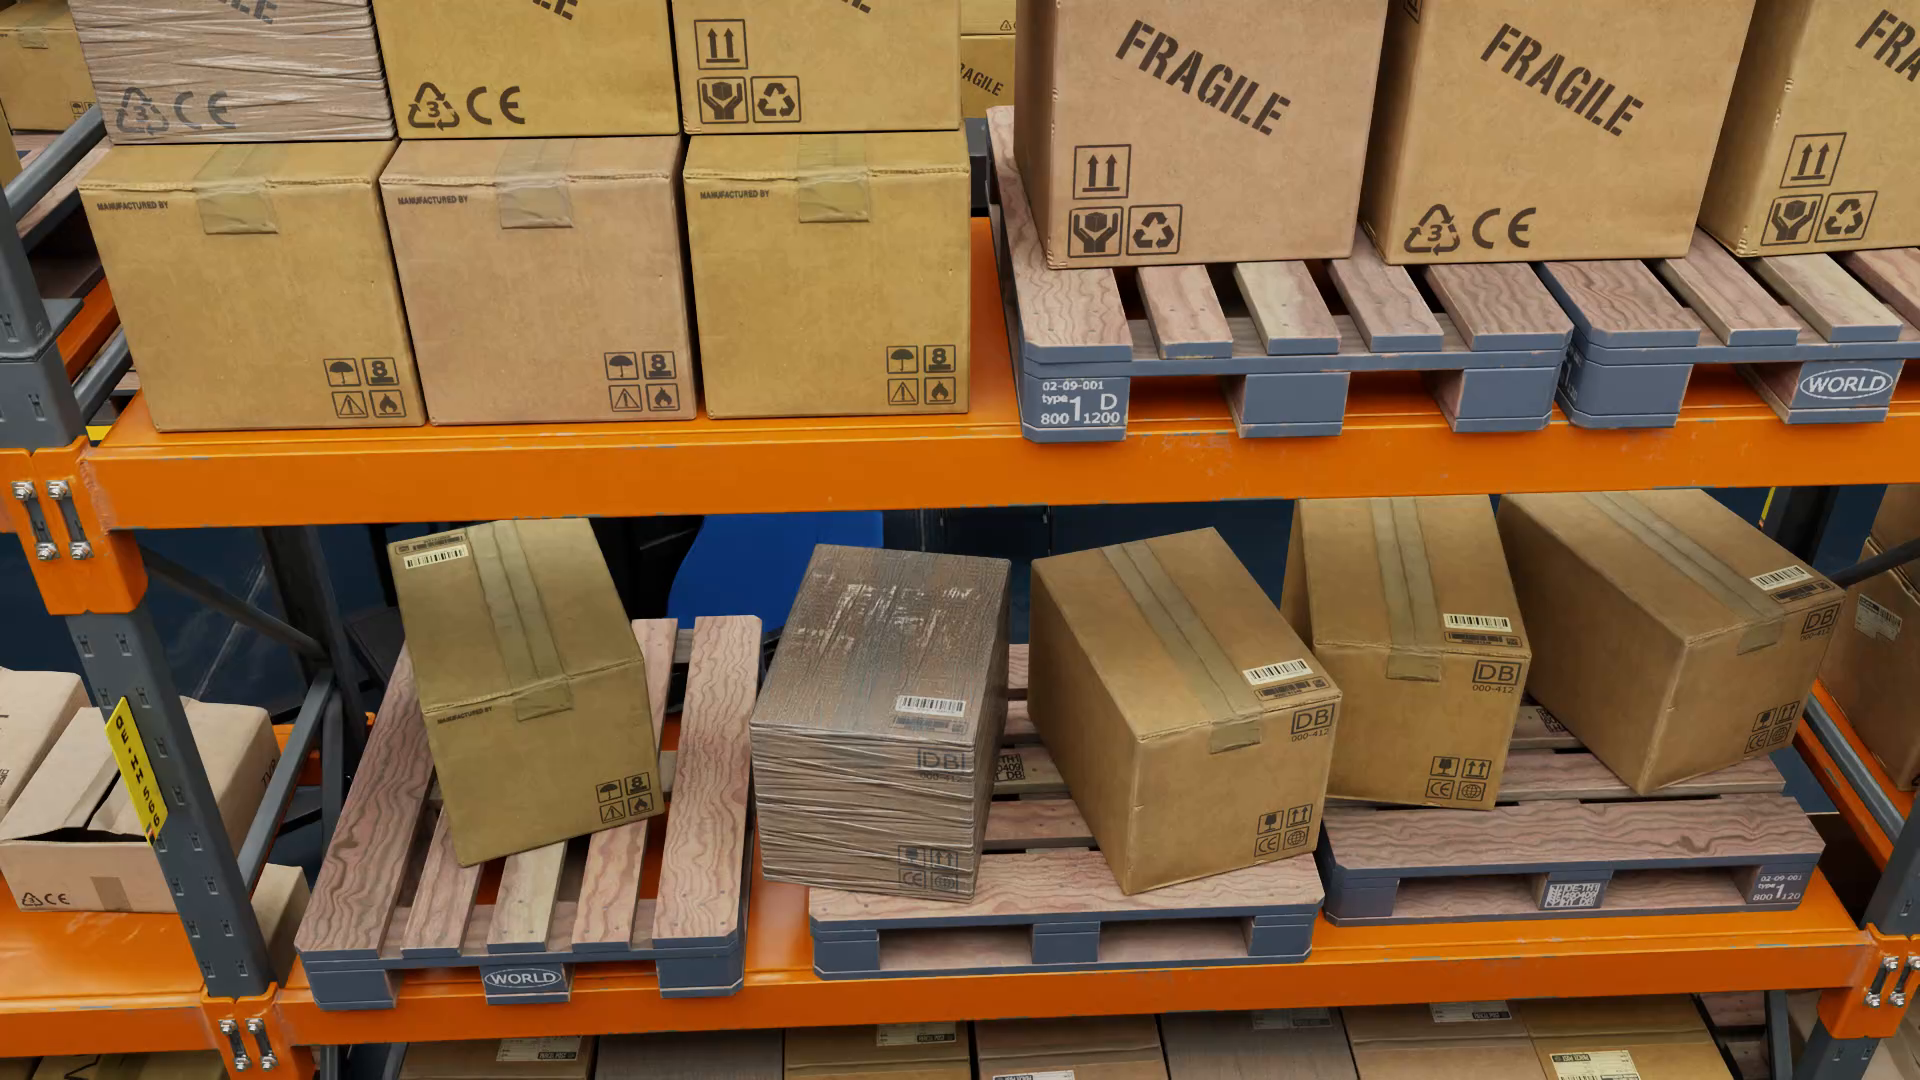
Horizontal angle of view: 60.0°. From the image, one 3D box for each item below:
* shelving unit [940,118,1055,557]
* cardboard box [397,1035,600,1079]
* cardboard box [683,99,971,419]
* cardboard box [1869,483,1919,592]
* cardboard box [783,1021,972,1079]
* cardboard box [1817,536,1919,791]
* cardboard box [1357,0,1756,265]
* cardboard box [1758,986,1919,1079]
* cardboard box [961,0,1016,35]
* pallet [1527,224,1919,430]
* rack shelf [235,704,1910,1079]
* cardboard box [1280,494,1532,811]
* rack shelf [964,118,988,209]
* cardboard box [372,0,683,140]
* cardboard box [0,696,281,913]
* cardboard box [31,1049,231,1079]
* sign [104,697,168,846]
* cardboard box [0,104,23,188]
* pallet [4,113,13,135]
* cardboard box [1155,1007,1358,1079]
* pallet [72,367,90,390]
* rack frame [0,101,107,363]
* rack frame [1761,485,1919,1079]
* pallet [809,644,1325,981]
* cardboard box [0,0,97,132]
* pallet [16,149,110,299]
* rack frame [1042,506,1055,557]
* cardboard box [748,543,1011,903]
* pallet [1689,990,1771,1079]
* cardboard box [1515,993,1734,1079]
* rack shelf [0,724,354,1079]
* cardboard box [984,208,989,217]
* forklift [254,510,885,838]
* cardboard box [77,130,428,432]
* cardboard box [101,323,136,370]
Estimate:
[{"bbox_3d":[0.165,-0.868,7.159,0.503,2.100,0.431,-2,35,-2],"label":"shelving unit"},{"bbox_3d":[-1.247,1.635,4.561,0.500,0.500,0.500,0,35,0],"label":"cardboard box"},{"bbox_3d":[-0.252,-0.695,3.395,0.500,0.500,0.910,-2,35,-2],"label":"cardboard box"},{"bbox_3d":[2.774,-0.083,4.267,0.500,0.500,0.500,-1,35,-2],"label":"cardboard box"},{"bbox_3d":[-0.223,1.607,4.602,0.500,0.500,0.500,-2,35,-3],"label":"cardboard box"},{"bbox_3d":[2.768,0.330,4.550,0.500,0.500,0.500,-1,35,-1],"label":"cardboard box"},{"bbox_3d":[1.108,-0.955,3.314,0.600,0.600,0.600,-2,35,-3],"label":"cardboard box"},{"bbox_3d":[2.710,1.567,4.827,0.500,0.311,0.500,-2,35,-2],"label":"cardboard box"},{"bbox_3d":[0.058,-2.571,7.804,0.500,0.250,0.500,-2,35,-3],"label":"cardboard box"},{"bbox_3d":[1.626,-0.648,3.580,1.003,0.211,1.213,-2,35,-2],"label":"pallet"},{"bbox_3d":[0.283,0.880,4.475,4.000,0.370,1.077,-2,35,-2],"label":"rack shelf"},{"bbox_3d":[1.113,0.257,4.286,0.500,0.500,0.700,4,35,5],"label":"cardboard box"},{"bbox_3d":[0.165,-1.432,6.768,0.480,0.518,0.431,-2,35,-2],"label":"rack shelf"},{"bbox_3d":[-0.769,-1.070,3.057,0.500,0.500,0.500,-2,35,-2],"label":"cardboard box"},{"bbox_3d":[-2.080,0.660,4.239,0.500,0.311,0.500,1,35,1],"label":"cardboard box"},{"bbox_3d":[-2.226,1.519,4.473,0.500,0.311,0.500,-1,35,-1],"label":"cardboard box"},{"bbox_3d":[-1.685,0.477,3.407,0.005,0.325,0.100,-2,35,-2],"label":"sign"},{"bbox_3d":[-2.165,-0.662,3.198,0.500,0.250,0.500,-4,35,-6],"label":"cardboard box"},{"bbox_3d":[-5.178,-1.929,8.070,1.213,0.211,1.003,-2,35,-2],"label":"pallet"},{"bbox_3d":[0.806,1.575,4.648,0.500,0.500,0.500,-1,35,-2],"label":"cardboard box"},{"bbox_3d":[-5.171,-0.945,8.930,1.213,0.211,1.003,-2,35,-2],"label":"pallet"},{"bbox_3d":[-1.715,-1.829,2.485,0.127,3.000,1.000,-2,35,-2],"label":"rack frame"},{"bbox_3d":[2.281,0.530,4.348,0.127,3.000,1.000,-2,35,-2],"label":"rack frame"},{"bbox_3d":[0.228,0.662,4.326,1.213,0.211,1.003,-2,35,-2],"label":"pallet"},{"bbox_3d":[-4.224,-2.333,8.011,0.500,0.500,0.700,3,35,4],"label":"cardboard box"},{"bbox_3d":[-2.388,-0.449,3.293,1.003,0.211,1.213,0,35,0],"label":"pallet"},{"bbox_3d":[0.409,-0.874,7.168,0.015,2.100,0.400,-2,35,-2],"label":"rack frame"},{"bbox_3d":[-0.168,0.427,4.040,0.500,0.500,0.700,5,35,7],"label":"cardboard box"},{"bbox_3d":[2.967,1.659,5.168,1.213,0.211,1.003,-2,35,-2],"label":"pallet"},{"bbox_3d":[1.801,1.553,4.680,0.500,0.500,0.500,-2,35,-2],"label":"cardboard box"},{"bbox_3d":[-3.713,0.988,4.319,4.000,0.370,1.077,-2,35,-2],"label":"rack shelf"},{"bbox_3d":[0.512,-1.457,8.740,0.750,0.750,0.750,-1,35,-1],"label":"cardboard box"},{"bbox_3d":[-1.784,-0.517,5.921,3.031,2.935,1.130,-23,41,-29],"label":"forklift"},{"bbox_3d":[-1.281,-0.667,3.355,0.500,0.500,0.910,-2,35,-2],"label":"cardboard box"},{"bbox_3d":[-4.189,-1.286,8.782,0.500,0.500,0.700,-1,35,-2],"label":"cardboard box"}]
